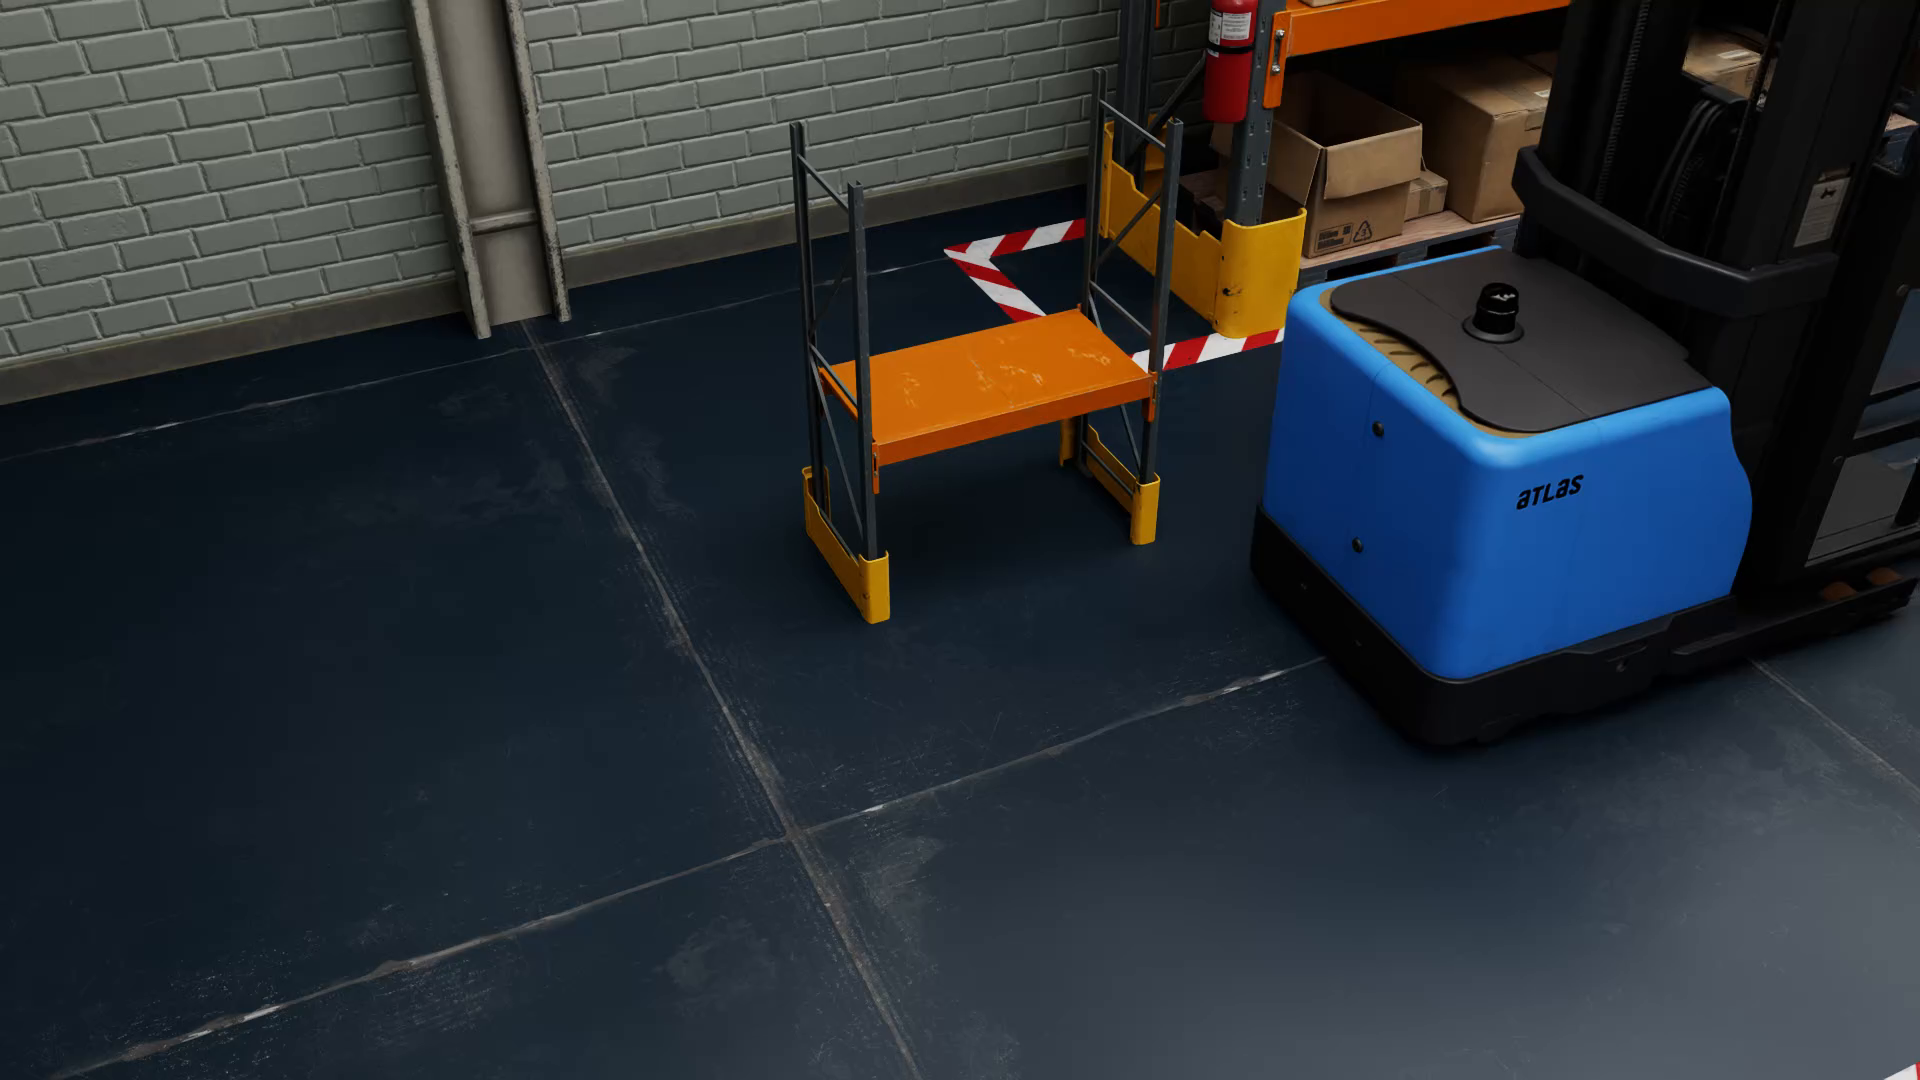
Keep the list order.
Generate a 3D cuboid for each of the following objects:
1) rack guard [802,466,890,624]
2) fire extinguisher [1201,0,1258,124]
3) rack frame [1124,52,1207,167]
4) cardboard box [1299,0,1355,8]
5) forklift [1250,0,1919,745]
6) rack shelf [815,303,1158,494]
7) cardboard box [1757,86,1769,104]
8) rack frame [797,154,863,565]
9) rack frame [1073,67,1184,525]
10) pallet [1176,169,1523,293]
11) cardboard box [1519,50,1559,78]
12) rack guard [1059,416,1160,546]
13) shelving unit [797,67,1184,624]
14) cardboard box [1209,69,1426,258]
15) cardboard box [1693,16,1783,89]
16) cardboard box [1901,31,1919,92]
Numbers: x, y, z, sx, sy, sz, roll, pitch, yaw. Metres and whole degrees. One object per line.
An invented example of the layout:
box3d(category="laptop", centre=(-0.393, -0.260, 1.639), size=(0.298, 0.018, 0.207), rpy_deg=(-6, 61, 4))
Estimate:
box3d(category="rack guard", centre=(-0.382, 0.006, 5.532), size=(0.087, 0.250, 0.587), rpy_deg=(-16, 39, -20))
box3d(category="fire extinguisher", centre=(1.009, -1.895, 6.165), size=(0.183, 0.674, 0.296), rpy_deg=(-16, 39, -20))
box3d(category="rack frame", centre=(0.947, -2.361, 6.415), size=(0.053, 2.616, 0.949), rpy_deg=(-16, 39, -20))
box3d(category="cardboard box", centre=(1.360, -2.197, 6.405), size=(0.250, 0.149, 0.380), rpy_deg=(-16, 39, -20))
box3d(category="forklift", centre=(2.527, -1.151, 4.841), size=(3.031, 2.935, 1.130), rpy_deg=(-15, 39, -19))
box3d(category="rack shelf", centre=(0.077, -0.480, 5.439), size=(1.000, 0.185, 0.538), rpy_deg=(-16, 39, -20))
box3d(category="cardboard box", centre=(3.864, -2.056, 7.946), size=(0.258, 0.266, 0.396), rpy_deg=(-14, 39, -18))
box3d(category="rack frame", centre=(-0.384, -0.496, 5.160), size=(0.013, 1.308, 0.475), rpy_deg=(-16, 39, -20))
box3d(category="rack frame", centre=(0.537, -0.753, 5.506), size=(0.032, 1.500, 0.500), rpy_deg=(-16, 39, -20))
box3d(category="pallet", centre=(1.736, -1.464, 7.547), size=(1.213, 0.211, 1.003), rpy_deg=(-16, 39, -20))
box3d(category="cardboard box", centre=(2.851, -1.906, 7.548), size=(0.500, 0.500, 0.500), rpy_deg=(-15, 39, -19))
box3d(category="rack guard", centre=(0.520, -0.246, 5.871), size=(0.087, 0.250, 0.587), rpy_deg=(-16, 39, -20))
box3d(category="shelving unit", centre=(0.069, -0.622, 5.329), size=(1.083, 1.500, 0.587), rpy_deg=(-16, 39, -20))
box3d(category="cardboard box", centre=(1.539, -1.632, 7.175), size=(0.637, 0.503, 0.797), rpy_deg=(-17, 40, -22))
box3d(category="cardboard box", centre=(3.868, -2.424, 8.404), size=(0.500, 0.311, 0.500), rpy_deg=(-14, 39, -18))
box3d(category="cardboard box", centre=(5.100, -2.541, 8.403), size=(0.500, 0.500, 0.500), rpy_deg=(-14, 39, -18))
